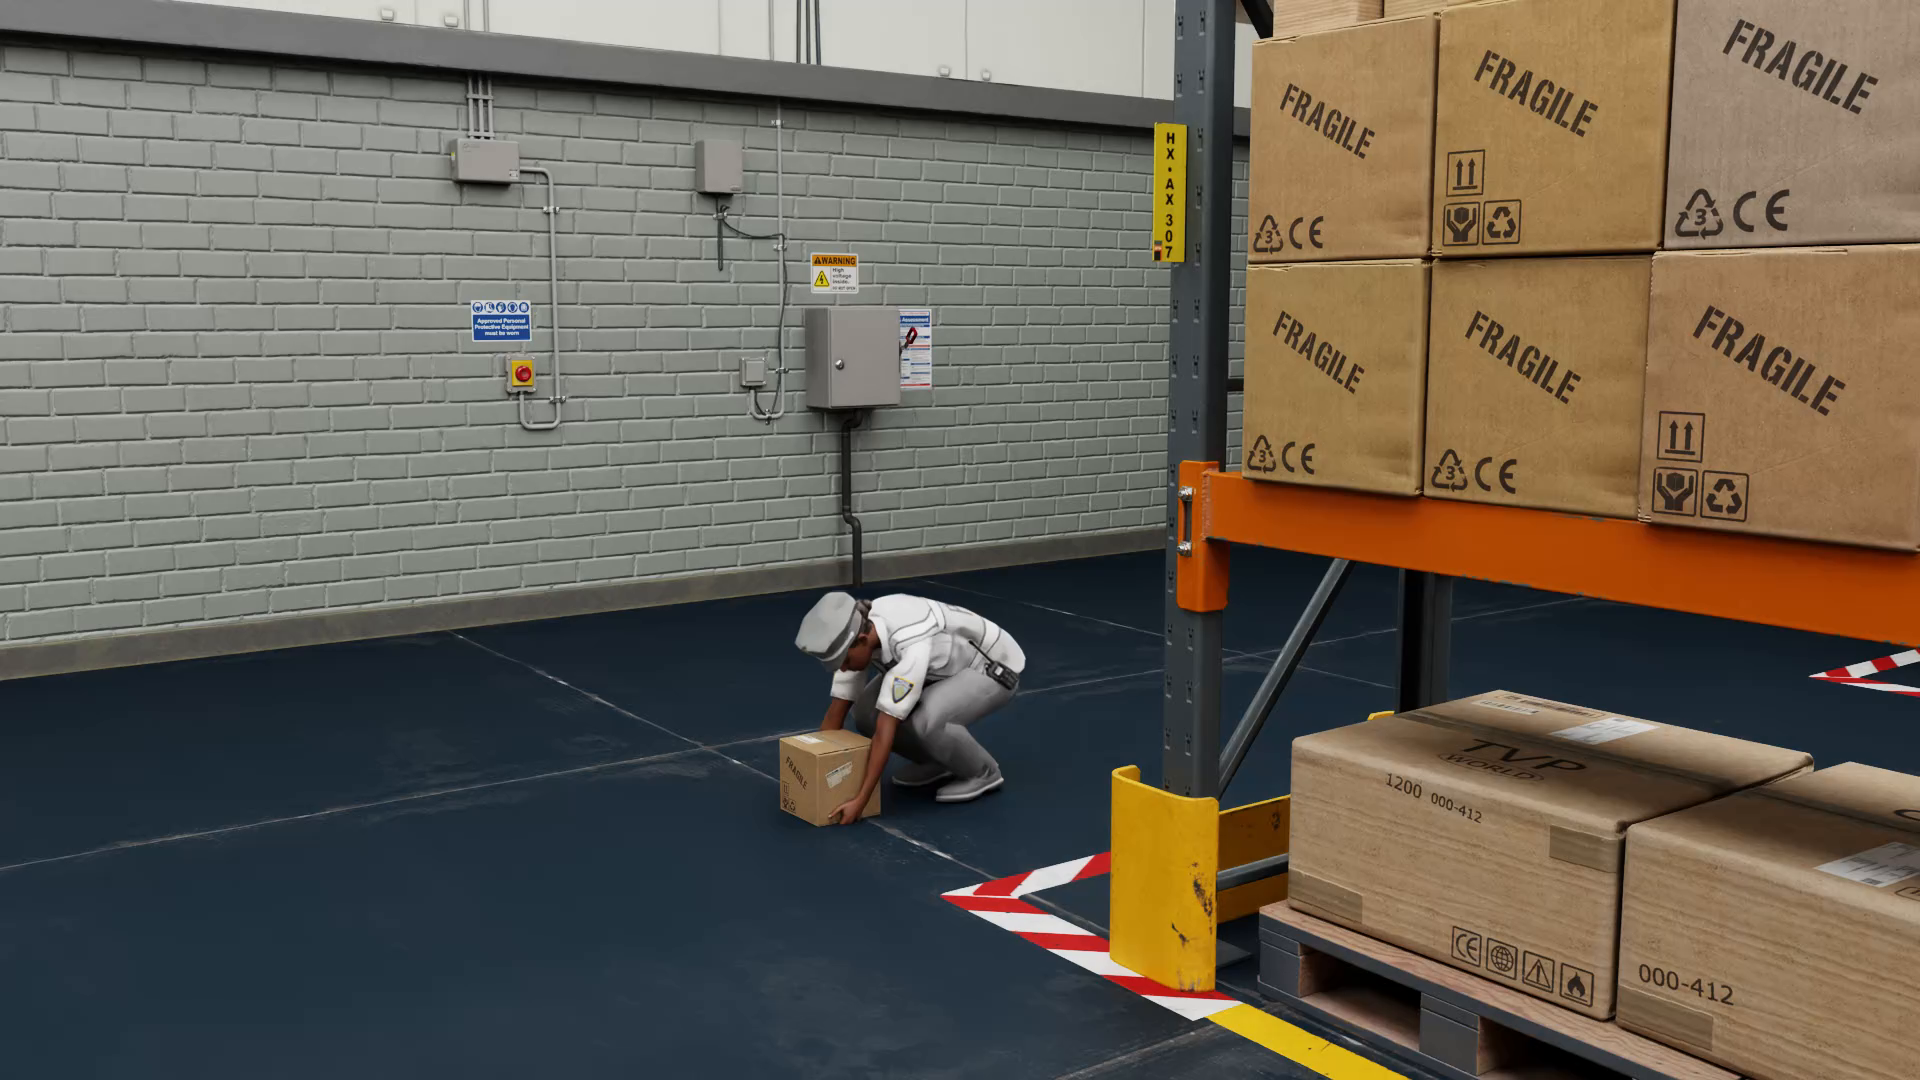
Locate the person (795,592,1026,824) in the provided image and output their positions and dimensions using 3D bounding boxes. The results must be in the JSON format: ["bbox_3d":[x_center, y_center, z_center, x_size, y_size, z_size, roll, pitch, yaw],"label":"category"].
[{"bbox_3d":[-0.181,0.549,5.800,0.908,0.817,0.465,-6,10,-37],"label":"person"}]
